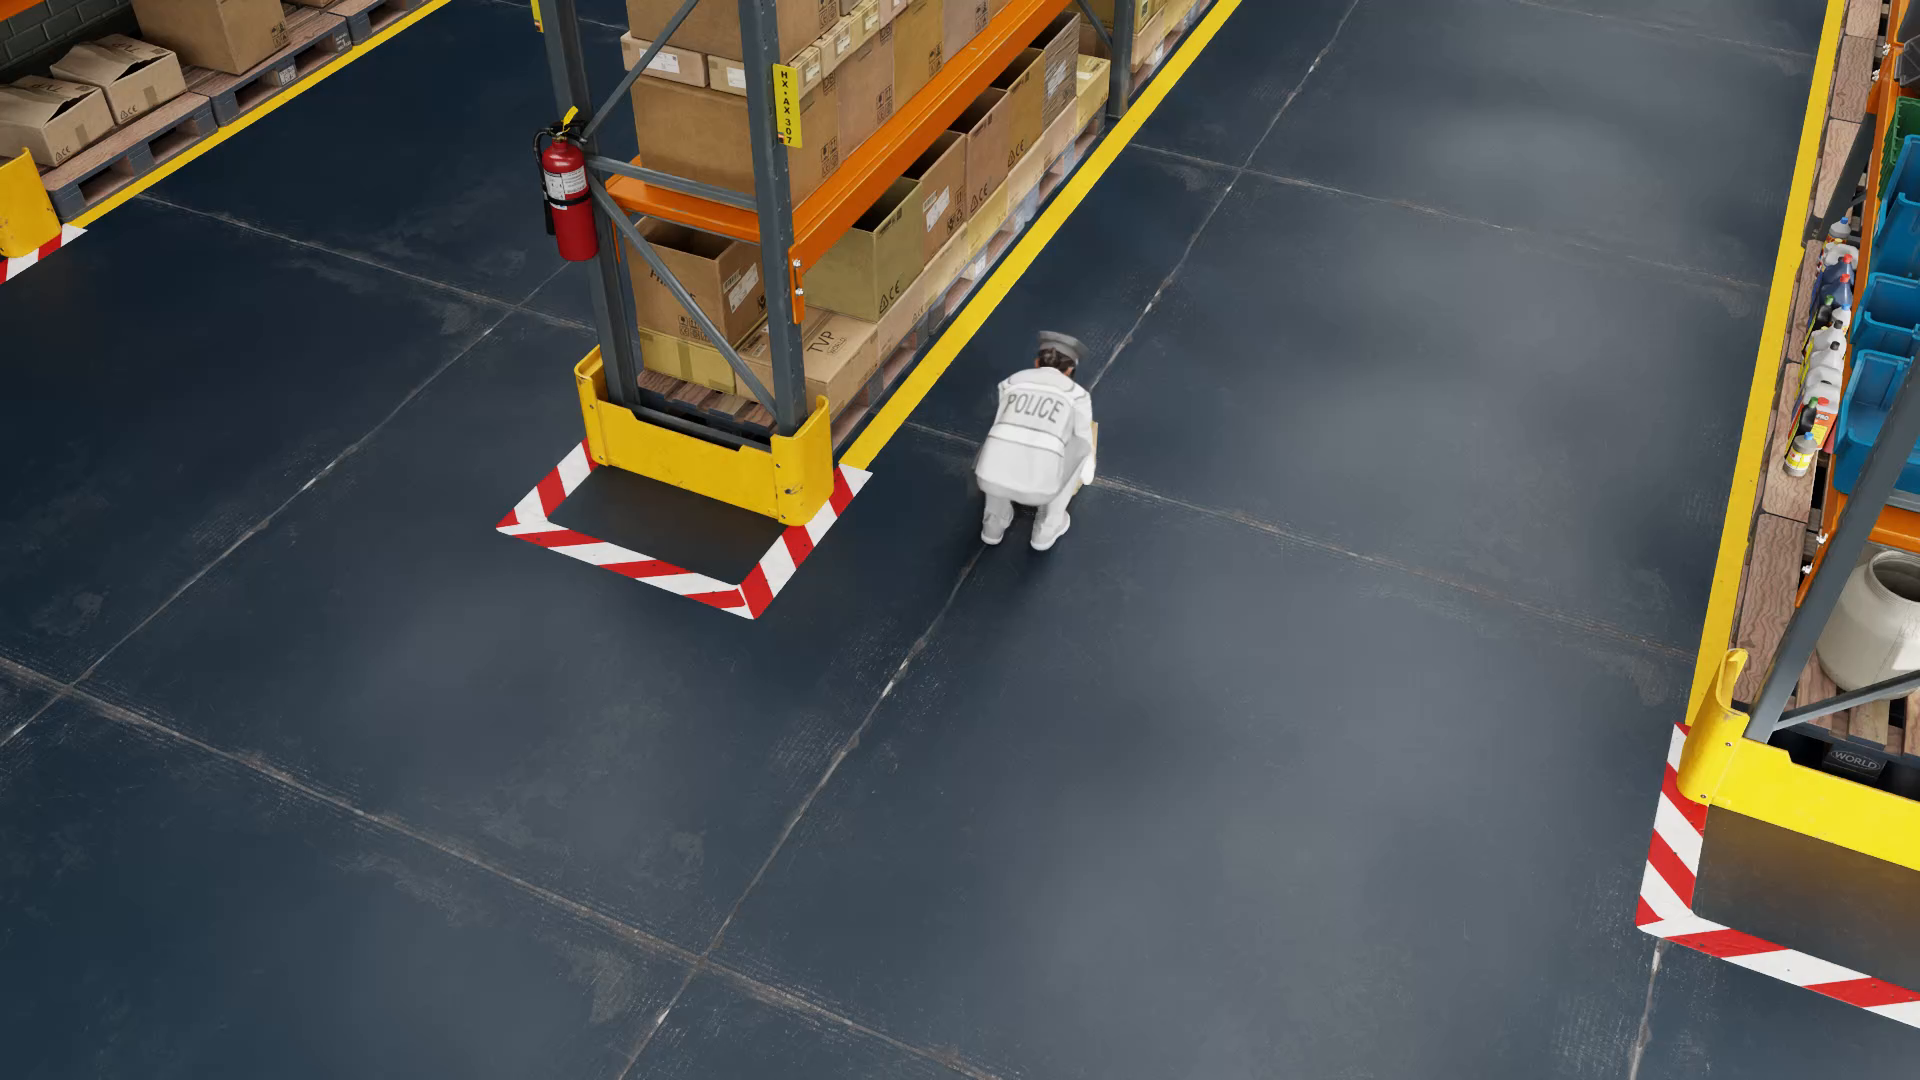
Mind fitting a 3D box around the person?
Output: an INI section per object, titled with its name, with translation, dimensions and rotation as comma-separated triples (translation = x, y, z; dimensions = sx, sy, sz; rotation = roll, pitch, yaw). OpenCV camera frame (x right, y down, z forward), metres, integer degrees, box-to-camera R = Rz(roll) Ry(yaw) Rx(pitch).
[person]
translation = 0.340, -0.404, 7.298
dimensions = 0.449, 0.764, 0.915
rotation = 15, 44, 16
